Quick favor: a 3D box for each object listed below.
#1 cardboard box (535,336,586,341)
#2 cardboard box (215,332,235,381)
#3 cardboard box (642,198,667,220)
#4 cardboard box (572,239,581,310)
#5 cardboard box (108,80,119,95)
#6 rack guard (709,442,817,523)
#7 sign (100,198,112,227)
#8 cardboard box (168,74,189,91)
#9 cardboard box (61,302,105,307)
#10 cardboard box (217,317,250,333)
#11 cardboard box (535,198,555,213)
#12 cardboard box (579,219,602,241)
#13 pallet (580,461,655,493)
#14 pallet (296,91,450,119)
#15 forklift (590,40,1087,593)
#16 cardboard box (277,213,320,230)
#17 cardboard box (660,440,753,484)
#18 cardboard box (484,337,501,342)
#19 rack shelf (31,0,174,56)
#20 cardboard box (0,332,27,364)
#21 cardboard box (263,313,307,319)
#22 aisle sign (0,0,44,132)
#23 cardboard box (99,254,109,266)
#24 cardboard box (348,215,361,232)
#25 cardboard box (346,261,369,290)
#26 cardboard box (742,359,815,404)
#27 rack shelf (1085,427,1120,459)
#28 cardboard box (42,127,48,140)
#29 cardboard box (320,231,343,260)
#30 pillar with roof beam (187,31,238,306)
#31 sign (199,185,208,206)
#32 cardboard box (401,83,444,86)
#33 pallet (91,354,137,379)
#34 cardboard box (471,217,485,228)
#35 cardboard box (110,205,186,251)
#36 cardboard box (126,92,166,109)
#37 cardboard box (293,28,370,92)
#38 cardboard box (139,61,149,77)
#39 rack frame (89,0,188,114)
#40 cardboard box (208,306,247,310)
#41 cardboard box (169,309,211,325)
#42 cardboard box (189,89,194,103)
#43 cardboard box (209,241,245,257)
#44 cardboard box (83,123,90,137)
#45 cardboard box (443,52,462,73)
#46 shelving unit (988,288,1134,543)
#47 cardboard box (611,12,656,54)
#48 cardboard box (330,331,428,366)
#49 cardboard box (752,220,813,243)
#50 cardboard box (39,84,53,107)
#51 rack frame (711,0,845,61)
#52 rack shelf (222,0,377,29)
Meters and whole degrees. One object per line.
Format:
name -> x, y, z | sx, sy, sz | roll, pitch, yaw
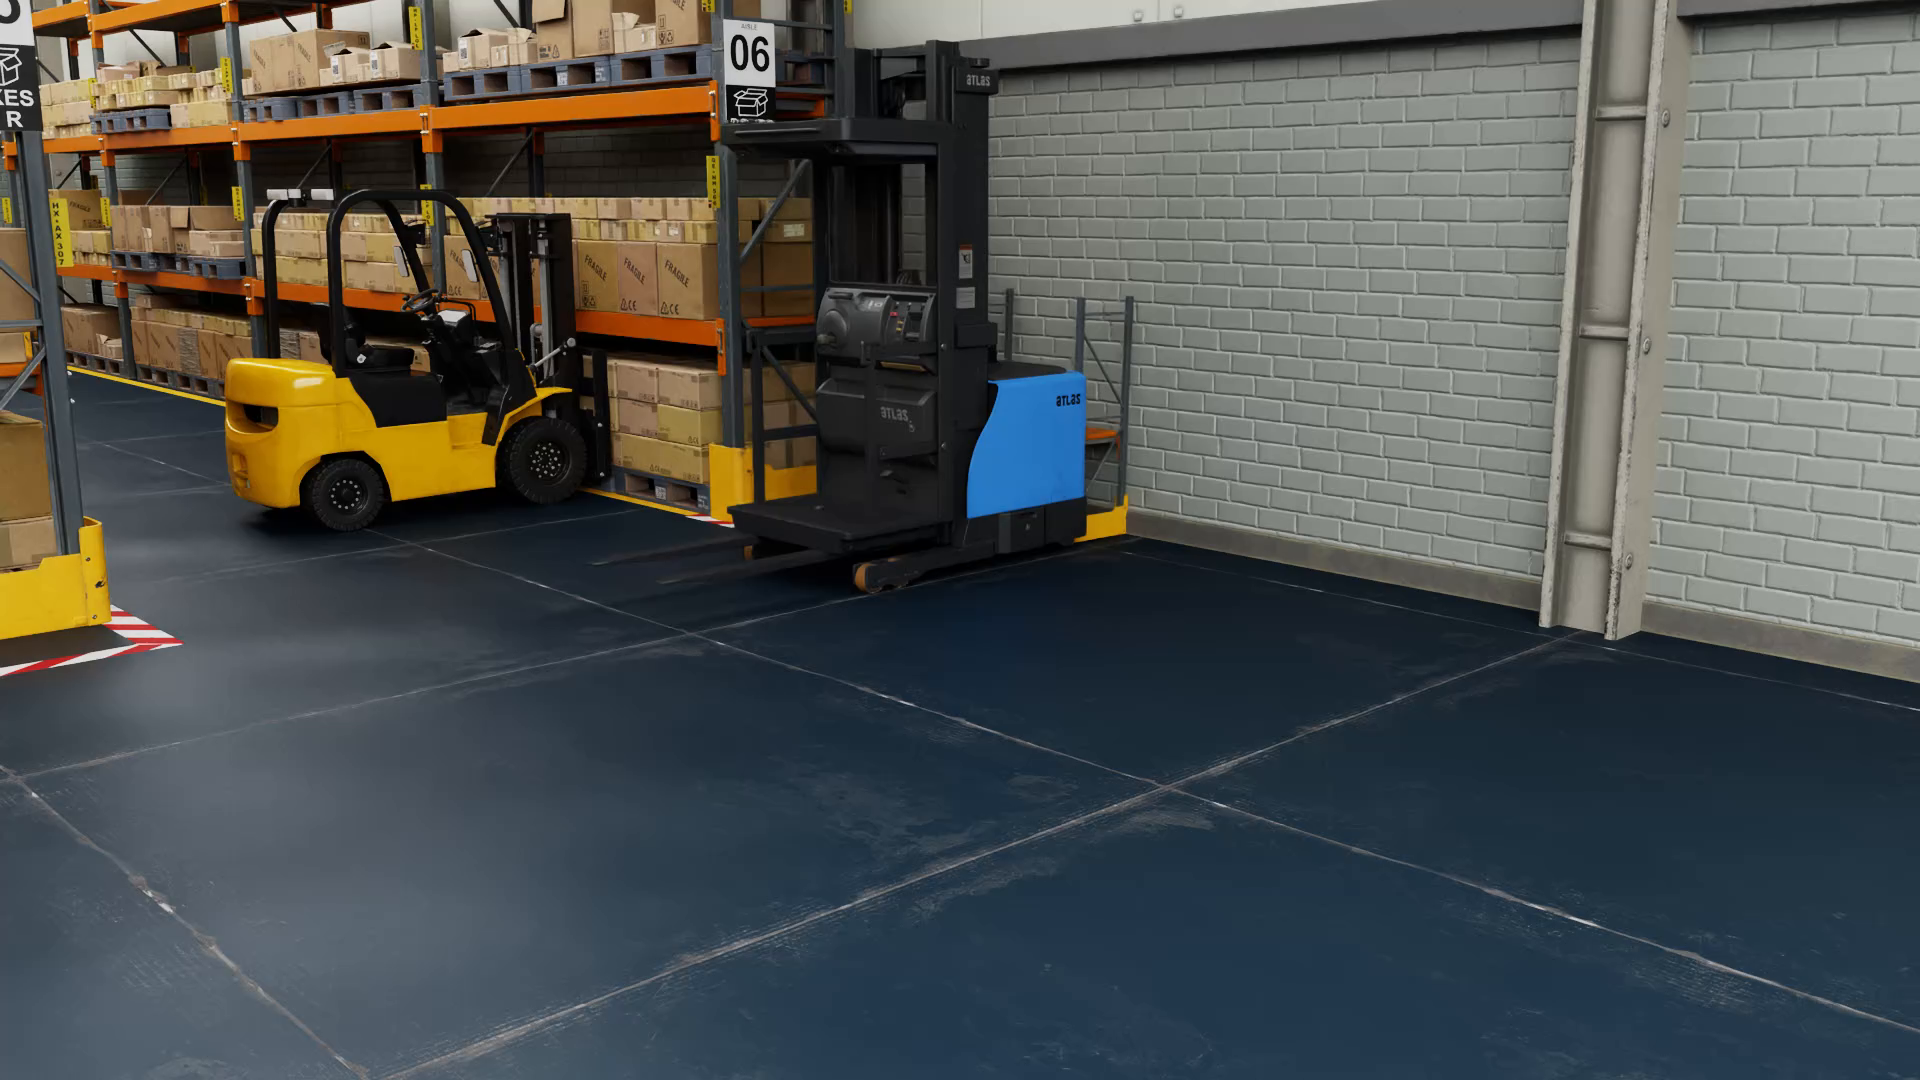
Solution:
cardboard box -> -3.454, -1.569, 13.887 | 0.500, 0.250, 0.500 | -10, 16, -41
cardboard box -> -7.482, -1.936, 17.530 | 0.500, 0.500, 0.500 | -11, 16, -43
cardboard box -> -1.964, -2.282, 11.463 | 0.380, 0.149, 0.250 | -10, 16, -41
cardboard box -> -2.762, -1.989, 12.383 | 0.500, 0.500, 0.500 | -11, 16, -42
cardboard box -> -9.189, -5.002, 18.420 | 0.380, 0.149, 0.250 | -11, 16, -44
rack guard -> -1.155, -0.453, 11.372 | 1.175, 0.500, 0.348 | -11, 16, -43
sign -> -9.846, -3.780, 19.178 | 0.100, 0.325, 0.005 | -11, 16, -43
cardboard box -> -8.044, -4.783, 17.409 | 0.380, 0.149, 0.250 | -11, 16, -42
cardboard box -> -11.867, -2.897, 22.183 | 0.637, 0.503, 0.797 | 11, 16, 43
cardboard box -> -7.581, -2.265, 17.516 | 0.250, 0.149, 0.380 | 11, 16, 43
cardboard box -> -2.981, -2.512, 12.580 | 0.380, 0.149, 0.250 | -11, 16, -43
cardboard box -> -2.517, -2.243, 12.010 | 0.380, 0.149, 0.250 | -11, 16, -42
pallet -> -2.568, -0.599, 12.796 | 1.003, 0.211, 1.213 | -11, 16, -43
pallet -> -5.388, -3.976, 15.310 | 1.003, 0.211, 1.213 | -10, 15, -40
forklift -> -0.630, -1.264, 9.282 | 3.031, 2.935, 1.130 | -11, 16, -43
cardboard box -> -6.308, -3.055, 15.951 | 0.380, 0.149, 0.250 | -10, 16, -41
cardboard box -> -1.725, -0.565, 11.491 | 0.500, 0.250, 0.500 | -11, 16, -42
cardboard box -> -3.827, -1.499, 13.550 | 0.500, 0.250, 0.500 | -11, 16, -43
rack shelf -> -10.840, -6.309, 20.522 | 1.077, 0.370, 4.000 | -11, 16, -43
cardboard box -> -4.844, -0.944, 8.183 | 0.380, 0.149, 0.250 | -11, 16, -42
cardboard box -> -7.345, -2.387, 18.112 | 0.250, 0.149, 0.380 | 11, 16, 43
aisle sign -> -4.492, -2.296, 7.681 | 0.394, 0.787, 0.004 | -11, 16, -43
cardboard box -> -10.057, -3.356, 19.888 | 0.380, 0.149, 0.250 | -10, 16, -41
cardboard box -> -5.234, -2.833, 14.872 | 0.380, 0.149, 0.250 | -11, 16, -42
cardboard box -> -5.143, -2.378, 14.891 | 0.500, 0.250, 0.500 | -11, 16, -42
cardboard box -> -1.367, -1.126, 11.740 | 0.500, 0.250, 0.500 | -11, 16, -43
rack shelf -> 0.507, -0.648, 10.668 | 1.000, 0.185, 0.538 | 12, 15, 44
cardboard box -> -11.180, -5.046, 20.659 | 0.380, 0.149, 0.250 | -11, 16, -42
cardboard box -> -5.502, -2.698, 15.206 | 0.500, 0.250, 0.500 | -11, 16, -42
pillar with roof beam -> -12.401, -5.998, 17.223 | 9.100, 9.000, 0.400 | -11, 16, -43
sign -> -9.060, -4.077, 19.899 | 0.100, 0.325, 0.005 | -11, 16, -43
cardboard box -> -4.638, -4.037, 14.471 | 0.380, 0.149, 0.250 | -11, 16, -43
pallet -> -9.932, -2.167, 20.406 | 1.003, 0.211, 1.213 | -11, 16, -43
cardboard box -> -3.724, -2.511, 13.309 | 0.380, 0.149, 0.250 | -10, 16, -41
cardboard box -> -9.286, -3.585, 19.091 | 0.700, 0.500, 0.500 | -10, 16, -41
cardboard box -> -8.833, -4.785, 18.105 | 0.380, 0.149, 0.250 | -11, 16, -43
cardboard box -> -5.669, -4.333, 15.040 | 0.500, 0.500, 0.500 | -10, 16, -41
cardboard box -> -9.198, -5.347, 19.066 | 0.396, 0.266, 0.258 | -11, 16, -43
rack frame -> -9.459, -6.371, 19.032 | 1.000, 3.000, 0.127 | -11, 16, -43
cardboard box -> -8.440, -2.612, 19.204 | 0.250, 0.149, 0.380 | 11, 16, 42
cardboard box -> -8.626, -2.497, 18.643 | 0.380, 0.149, 0.250 | -11, 16, -43
cardboard box -> -7.782, -4.614, 17.322 | 0.380, 0.149, 0.250 | -11, 16, -42
cardboard box -> -7.427, -2.974, 16.993 | 0.380, 0.149, 0.250 | -11, 16, -42
cardboard box -> -10.087, -4.826, 19.591 | 0.380, 0.149, 0.250 | -11, 16, -43
cardboard box -> -3.844, -3.758, 13.117 | 0.380, 0.149, 0.250 | -10, 16, -41
shelving unit -> 0.505, -0.826, 10.640 | 1.083, 1.500, 0.587 | 12, 15, 44
cardboard box -> -2.139, -3.455, 11.357 | 0.396, 0.266, 0.258 | -11, 16, -42
cardboard box -> -5.353, -1.606, 15.616 | 0.625, 0.625, 0.875 | 11, 16, 43
cardboard box -> -1.218, -2.133, 11.477 | 0.250, 0.149, 0.380 | 11, 16, 44
cardboard box -> -11.042, -5.481, 20.545 | 0.500, 0.250, 0.500 | -10, 16, -41
rack frame -> -1.172, -4.619, 10.532 | 1.000, 3.000, 0.127 | -11, 16, -43
rack shelf -> -5.315, -4.947, 14.895 | 1.077, 0.370, 4.000 | -11, 16, -43
